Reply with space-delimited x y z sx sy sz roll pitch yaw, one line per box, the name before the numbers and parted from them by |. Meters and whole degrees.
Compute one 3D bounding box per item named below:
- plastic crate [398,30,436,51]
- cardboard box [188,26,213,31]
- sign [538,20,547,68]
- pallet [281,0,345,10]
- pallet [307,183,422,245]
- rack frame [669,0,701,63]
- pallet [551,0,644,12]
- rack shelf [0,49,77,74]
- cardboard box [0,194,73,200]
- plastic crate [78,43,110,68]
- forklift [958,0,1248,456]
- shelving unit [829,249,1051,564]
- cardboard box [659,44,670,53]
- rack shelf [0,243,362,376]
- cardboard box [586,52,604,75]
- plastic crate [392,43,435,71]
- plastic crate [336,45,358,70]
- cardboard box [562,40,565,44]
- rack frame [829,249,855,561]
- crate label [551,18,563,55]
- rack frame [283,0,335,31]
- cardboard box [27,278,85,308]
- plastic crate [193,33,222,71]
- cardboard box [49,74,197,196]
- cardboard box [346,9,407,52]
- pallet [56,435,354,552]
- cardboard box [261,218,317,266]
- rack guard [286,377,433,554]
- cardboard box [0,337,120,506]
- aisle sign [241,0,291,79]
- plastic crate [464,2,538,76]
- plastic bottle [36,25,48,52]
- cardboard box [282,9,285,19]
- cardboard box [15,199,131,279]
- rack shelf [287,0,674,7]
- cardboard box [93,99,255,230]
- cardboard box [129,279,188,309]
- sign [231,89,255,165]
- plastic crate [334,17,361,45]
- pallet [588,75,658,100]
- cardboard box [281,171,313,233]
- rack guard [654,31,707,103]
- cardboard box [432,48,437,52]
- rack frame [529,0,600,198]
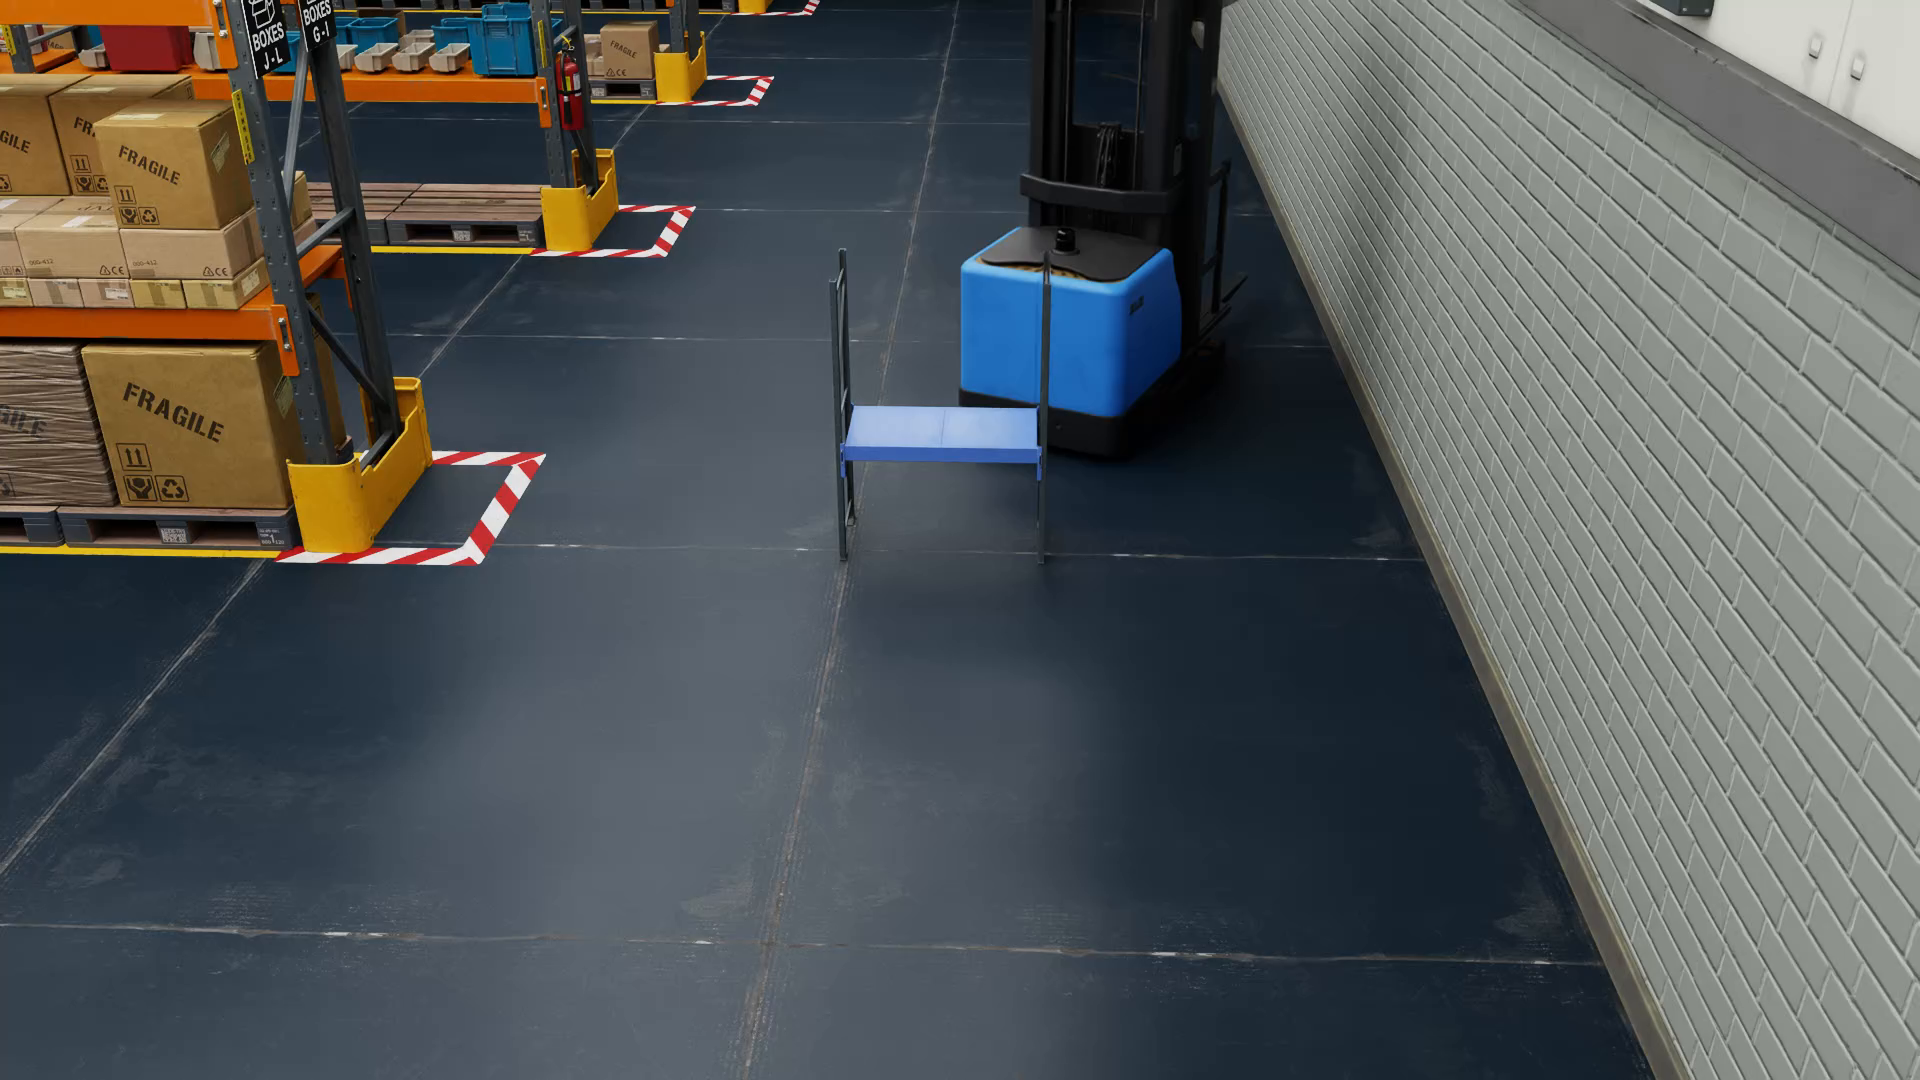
plastic crate | -4.311 -3.973 13.261 0.298 0.136 0.250 1 28 2
cardboard box | -7.896 -5.211 17.576 0.500 0.500 0.500 1 28 2
sign | -3.083 -3.664 12.286 0.005 0.325 0.100 1 28 2
pallet | -8.724 -7.318 22.329 1.213 0.211 1.003 1 28 2
pallet | -5.119 -2.671 13.564 1.213 0.211 1.003 1 28 2
rack frame | -2.901 -6.169 17.184 0.127 3.000 1.000 1 28 2
pallet | -4.748 -7.253 22.207 1.213 0.211 1.003 1 28 2
rack shelf | -9.076 -3.631 13.166 4.000 0.370 1.077 1 28 2
cardboard box | -4.747 -1.747 8.685 0.500 0.250 0.500 0 28 0
plastic crate | -6.617 -3.752 12.842 0.243 0.136 0.396 1 28 2
forklift | 1.091 -2.438 10.219 1.130 2.935 3.031 13 31 23
shelving unit | -0.085 -0.664 8.401 1.048 1.500 0.538 1 28 2
cardboard box | -3.308 -5.271 18.065 0.250 0.149 0.380 1 28 2
rack shelf | -5.253 -1.247 8.668 4.000 0.370 1.077 1 28 2
cardboard box | -3.855 -5.054 17.636 0.250 0.166 0.380 1 28 2
plastic crate | -4.190 -3.700 12.745 0.243 0.136 0.396 1 28 2
plastic crate | -4.766 -3.690 12.725 0.250 0.136 0.298 1 28 2
cardboard box | -4.434 -5.306 18.023 0.500 0.250 0.500 1 28 2
rack frame | -0.593 -0.672 8.417 0.032 1.500 0.500 1 28 2
crate label | -3.315 -3.961 13.134 0.303 0.233 0.416 1 28 2
rack frame | -6.899 -6.235 17.309 0.127 3.000 1.000 1 28 2
cardboard box | -4.383 -1.285 8.240 0.250 0.149 0.380 1 28 3
plastic crate | -5.558 -3.779 12.738 0.530 0.282 0.437 1 28 2
cardboard box | -4.225 -2.071 8.496 0.500 0.500 0.500 0 28 1
cardboard box | -6.319 -5.448 18.024 0.500 0.500 0.500 1 28 2
pallet | -4.057 -0.276 9.046 1.213 0.211 1.003 1 28 2
cardboard box | -3.598 -1.581 8.798 0.250 0.149 0.380 1 28 2
rack guard | -3.231 -0.427 9.021 0.348 0.500 1.175 1 28 2
cardboard box | -4.807 -0.767 8.814 0.875 0.875 0.875 1 28 2
aisle sign | -3.193 -2.539 7.561 0.004 0.787 0.394 1 28 2
plastic crate | -3.421 -3.810 12.633 0.499 0.435 0.616 1 28 2
plastic bottle | -7.429 -4.070 13.350 0.133 0.283 0.061 1 28 2
cardboard box | -7.374 -5.447 18.021 0.500 0.500 0.500 0 28 -1
cardboard box | -4.255 -1.489 8.199 0.500 0.250 0.500 0 28 1
rack shelf | -4.900 -5.884 17.415 4.000 0.370 1.077 1 28 2
cardboard box | -3.751 -1.813 8.010 0.500 0.500 0.500 1 28 2
cardboard box | -3.882 -1.276 8.223 0.250 0.149 0.380 1 28 2
sign | -3.288 -1.894 7.631 0.005 0.325 0.100 1 28 2
plastic crate | -4.931 -3.987 13.184 0.300 0.233 0.416 1 28 2
pallet | -3.774 -4.950 17.863 1.213 0.211 1.003 1 28 2
cardboard box | -3.725 -1.731 8.656 0.500 0.250 0.500 0 28 0
rack guard | -2.977 -5.065 17.772 0.348 0.500 1.175 1 28 2
cardboard box | -5.570 -5.352 18.045 0.500 0.311 0.500 1 28 2
rack frame | -3.080 -3.850 12.810 0.127 3.000 1.000 1 28 2
